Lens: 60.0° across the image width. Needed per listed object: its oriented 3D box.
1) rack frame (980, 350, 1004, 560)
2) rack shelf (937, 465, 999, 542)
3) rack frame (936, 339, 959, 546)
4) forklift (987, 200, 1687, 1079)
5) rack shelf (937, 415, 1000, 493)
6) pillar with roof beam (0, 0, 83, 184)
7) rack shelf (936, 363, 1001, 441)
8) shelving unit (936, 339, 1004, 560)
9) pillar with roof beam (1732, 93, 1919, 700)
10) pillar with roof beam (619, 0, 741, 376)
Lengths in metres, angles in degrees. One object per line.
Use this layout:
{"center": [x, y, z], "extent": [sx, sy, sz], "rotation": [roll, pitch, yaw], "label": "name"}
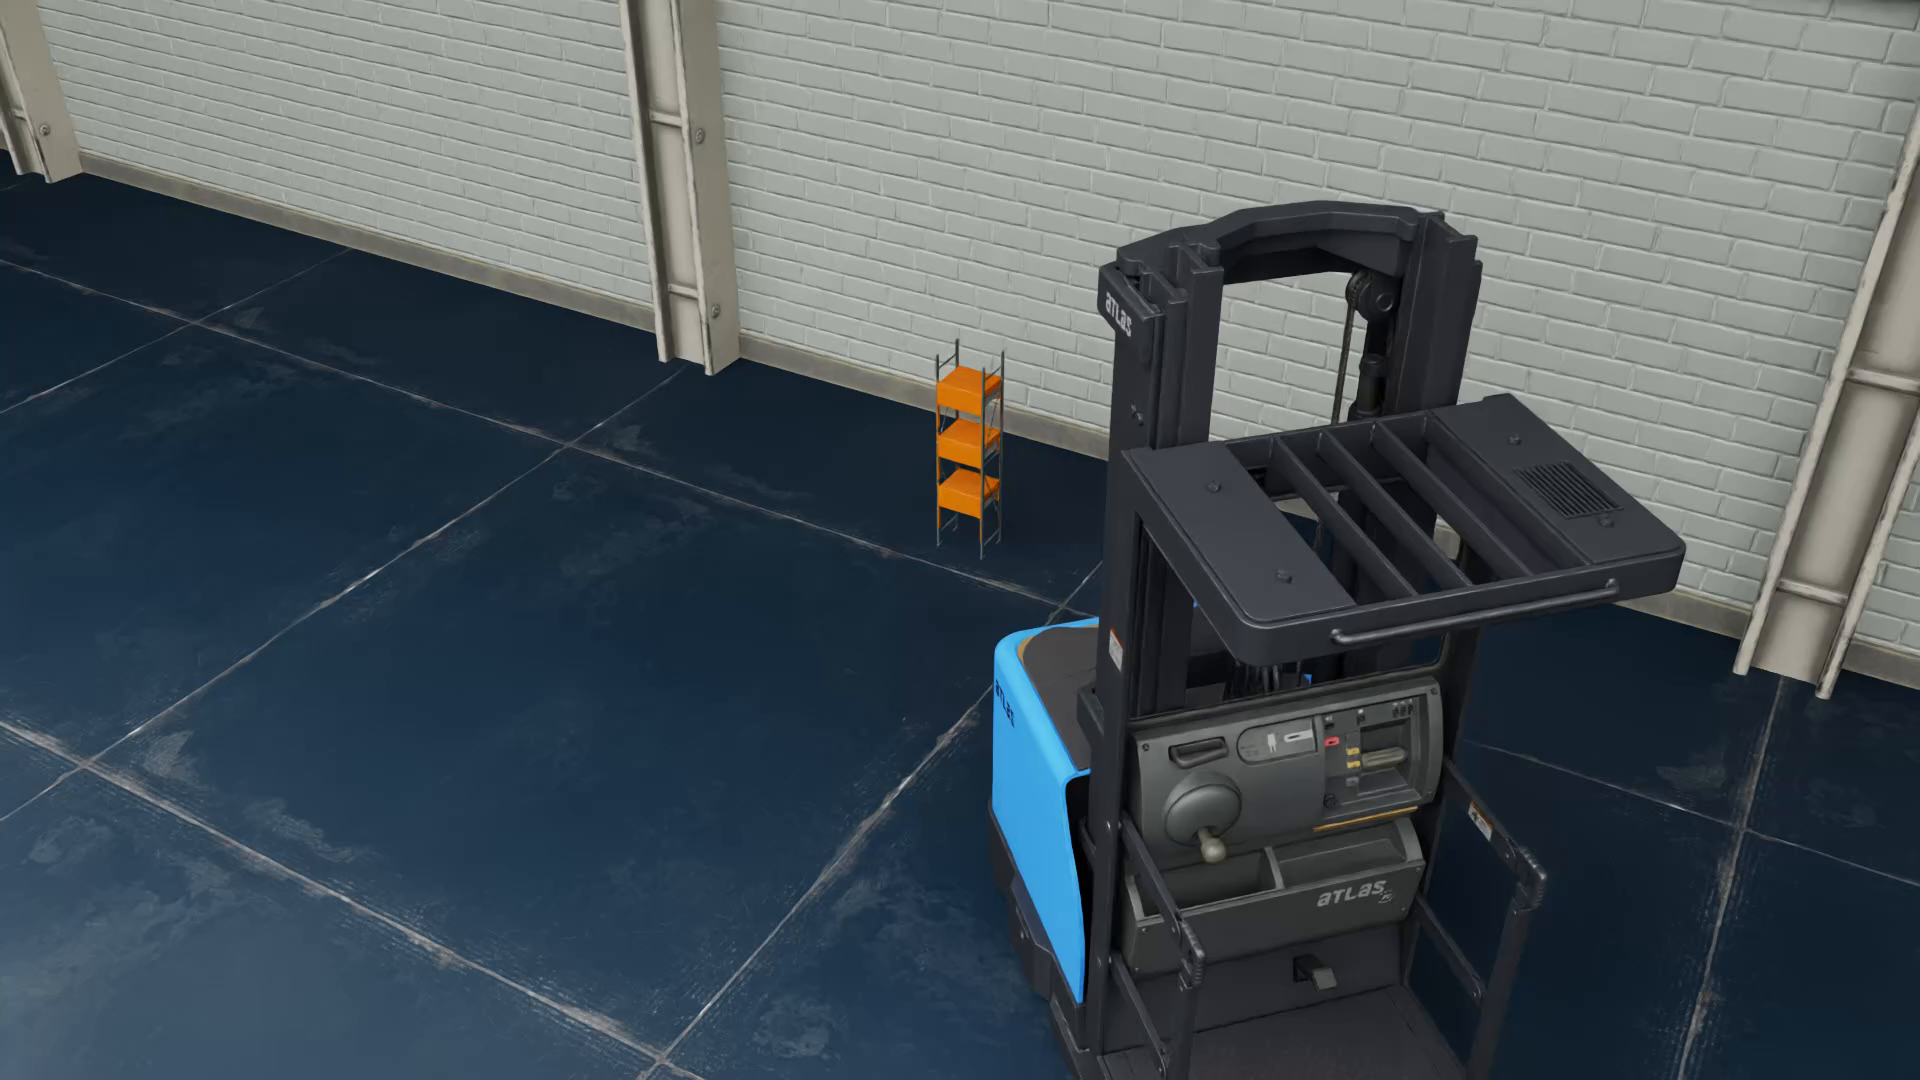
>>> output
{"center": [0.152, -0.389, 7.887], "extent": [0.008, 1.050, 0.200], "rotation": [18, 37, 24], "label": "rack frame"}
{"center": [0.046, -0.182, 8.097], "extent": [0.240, 0.259, 0.215], "rotation": [18, 37, 24], "label": "rack shelf"}
{"center": [-0.059, -0.456, 7.987], "extent": [0.008, 1.050, 0.200], "rotation": [18, 37, 24], "label": "rack frame"}
{"center": [1.000, 0.714, 4.533], "extent": [1.130, 2.935, 3.031], "rotation": [-9, 35, -13], "label": "forklift"}
{"center": [0.046, -0.413, 7.943], "extent": [0.240, 0.259, 0.215], "rotation": [18, 37, 24], "label": "rack shelf"}
{"center": [-8.884, -4.408, 6.750], "extent": [0.400, 9.000, 9.100], "rotation": [18, 37, 24], "label": "pillar with roof beam"}
{"center": [0.046, -0.650, 7.785], "extent": [0.240, 0.259, 0.215], "rotation": [18, 37, 24], "label": "rack shelf"}
{"center": [0.046, -0.422, 7.937], "extent": [0.252, 1.050, 0.215], "rotation": [18, 37, 24], "label": "shelving unit"}
{"center": [1.535, -1.108, 1.794], "extent": [0.400, 9.000, 9.100], "rotation": [18, 37, 24], "label": "pillar with roof beam"}
{"center": [-3.675, -2.758, 4.272], "extent": [0.400, 9.000, 9.100], "rotation": [18, 37, 24], "label": "pillar with roof beam"}
